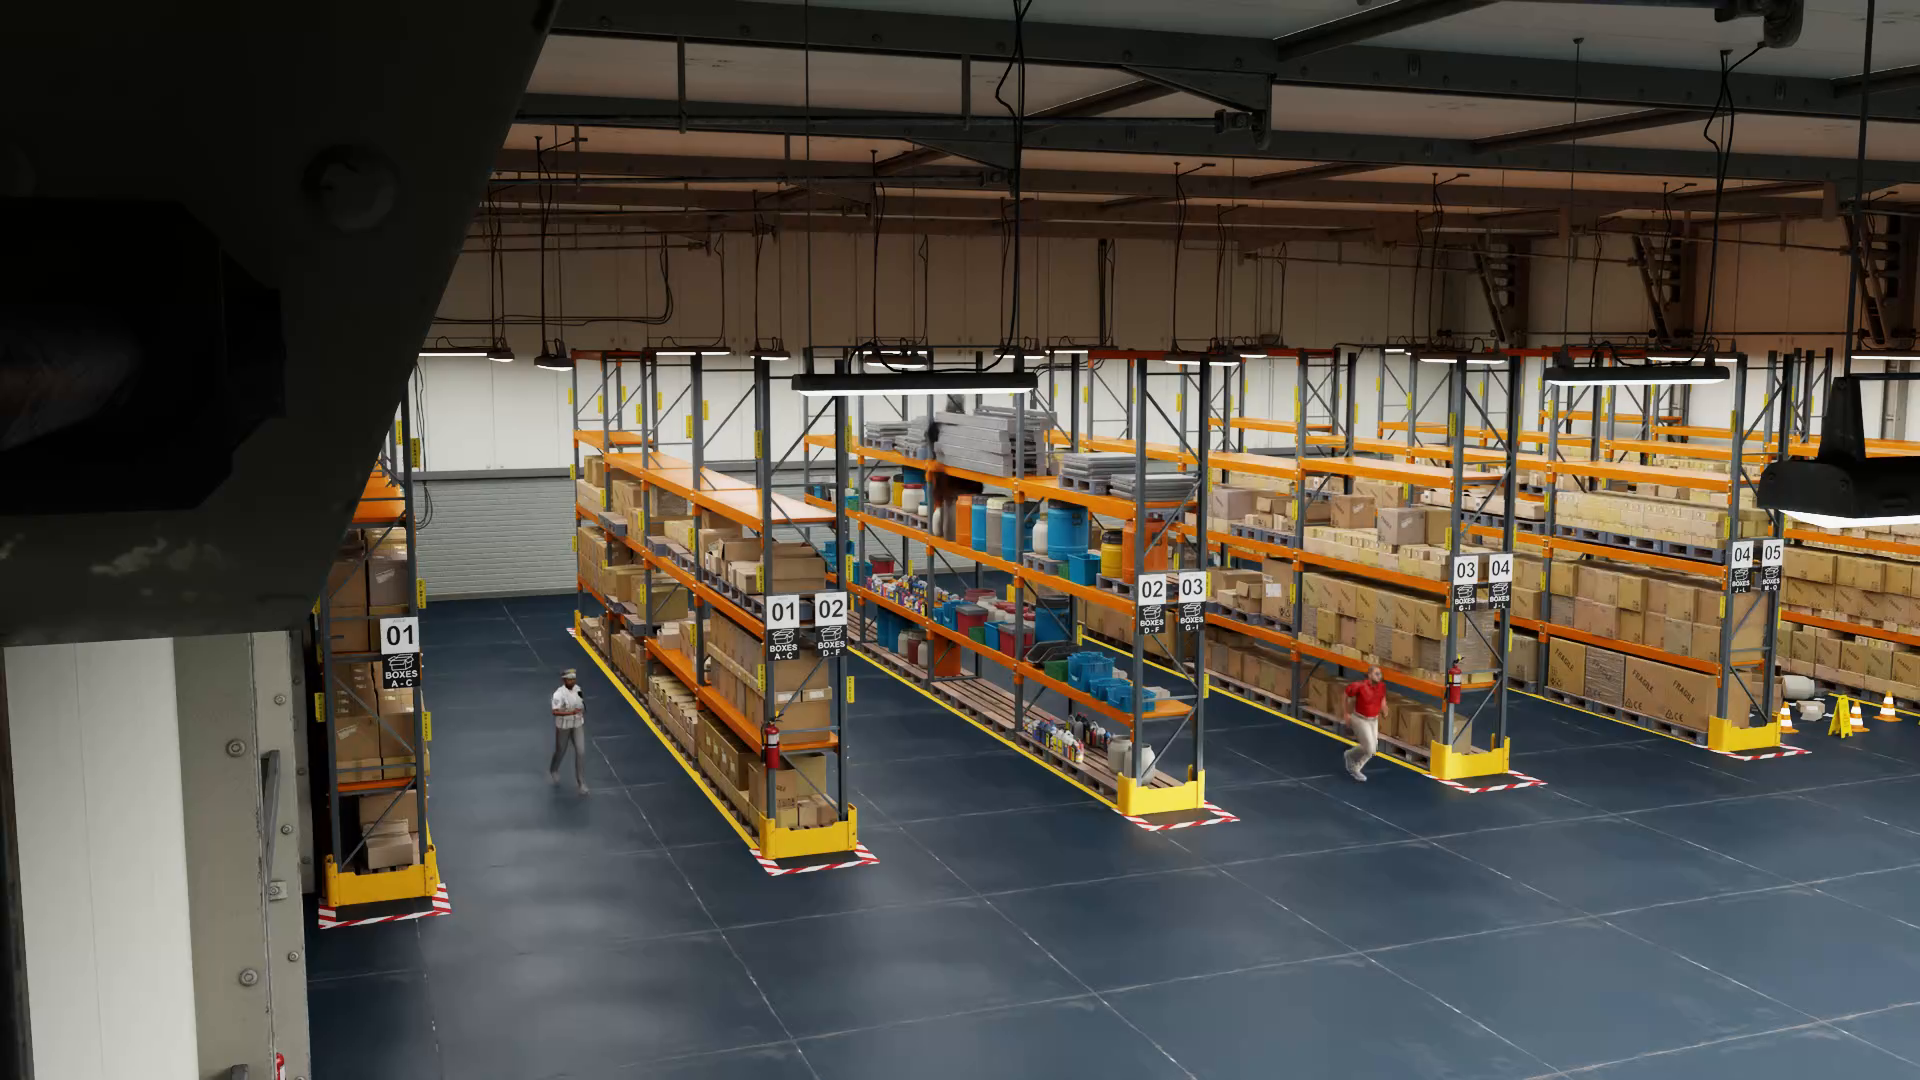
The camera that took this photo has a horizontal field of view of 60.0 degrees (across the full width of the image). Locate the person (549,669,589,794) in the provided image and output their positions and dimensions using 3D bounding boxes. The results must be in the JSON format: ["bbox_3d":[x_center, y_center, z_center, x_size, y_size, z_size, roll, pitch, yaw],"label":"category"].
[{"bbox_3d":[-5.442,2.609,23.091,0.557,1.716,0.901,-6,9,-40],"label":"person"}]

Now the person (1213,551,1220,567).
[{"bbox_3d":[6.573,0.292,41.586,0.863,1.771,0.657,-5,9,-34],"label":"person"}]

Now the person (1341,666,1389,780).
[{"bbox_3d":[5.777,2.585,23.545,0.637,1.666,0.659,-5,8,-32],"label":"person"}]
